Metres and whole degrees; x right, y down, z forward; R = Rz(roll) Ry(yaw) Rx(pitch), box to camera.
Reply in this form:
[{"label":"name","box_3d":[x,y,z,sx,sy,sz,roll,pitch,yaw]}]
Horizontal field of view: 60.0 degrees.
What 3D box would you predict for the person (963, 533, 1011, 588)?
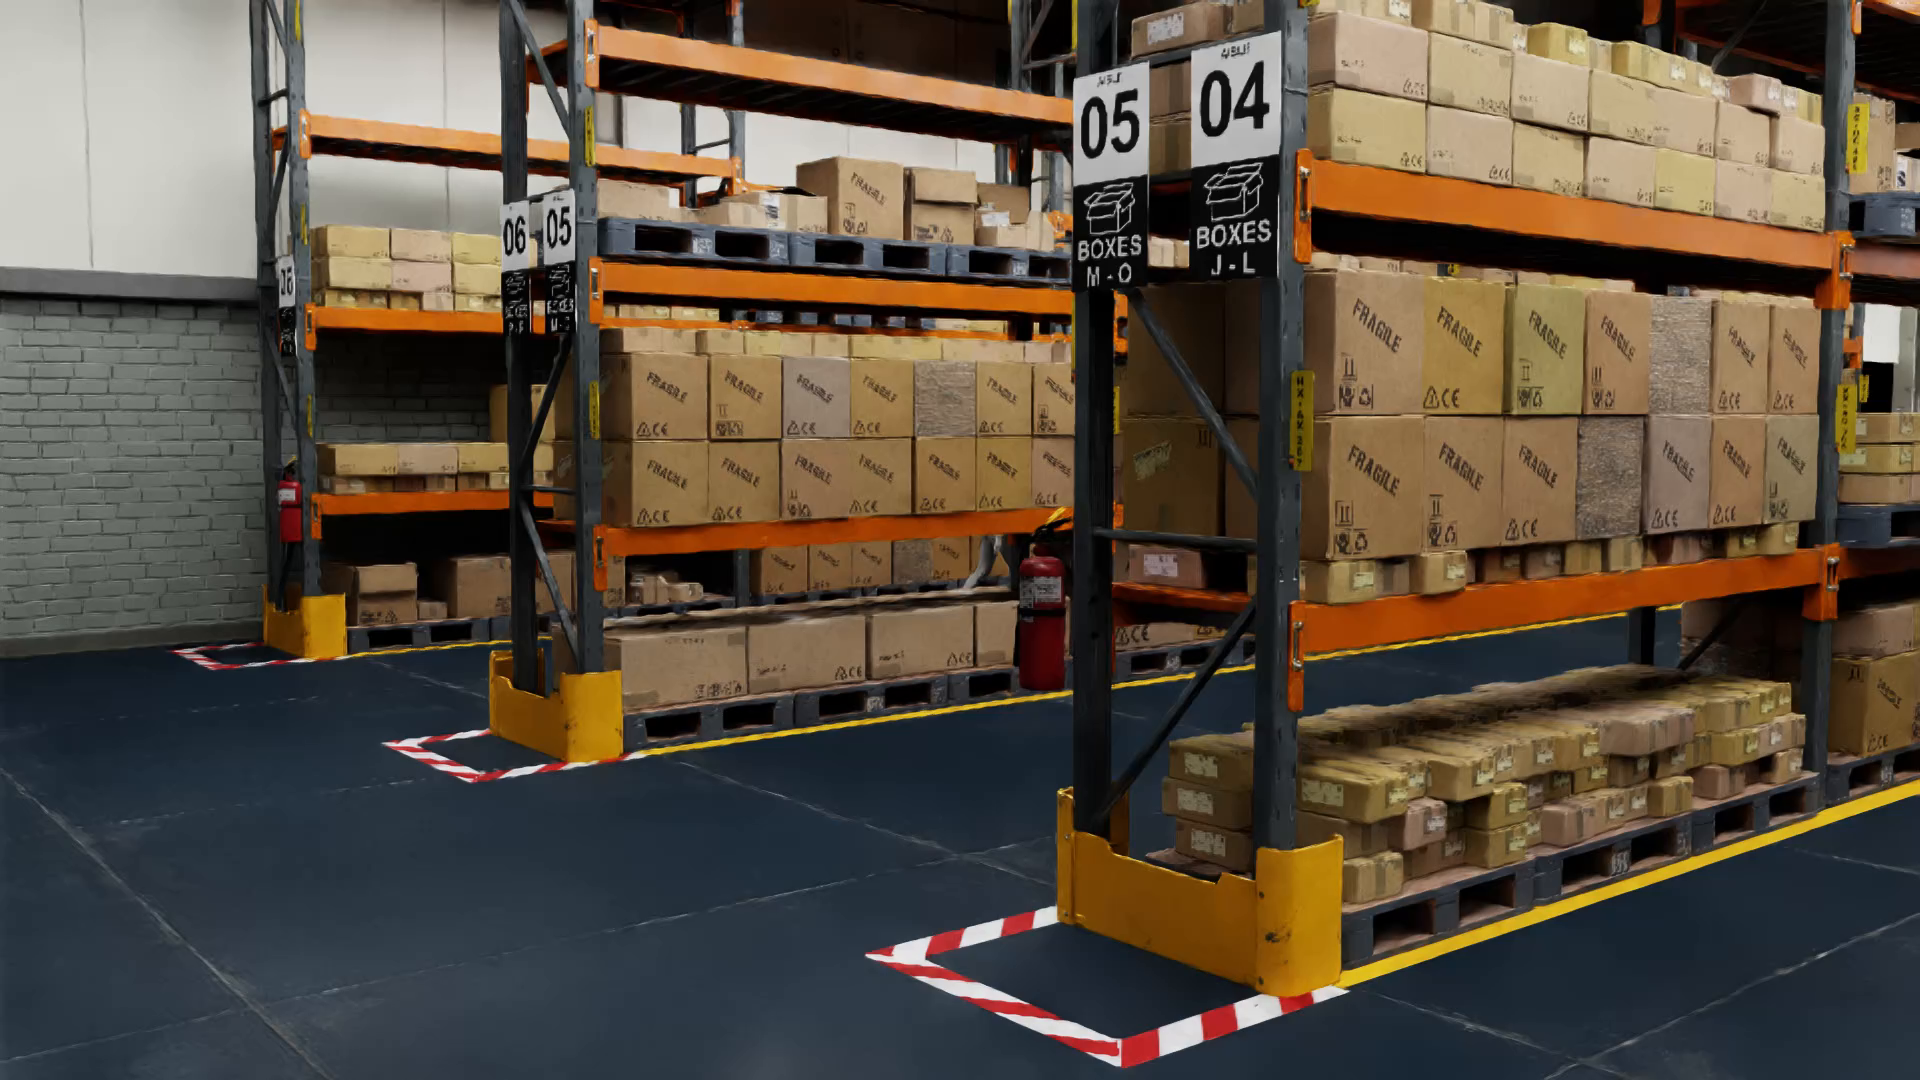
[{"label":"person","box_3d":[0.362,-0.068,15.591,0.884,1.640,0.503,-1,5,-18]}]
